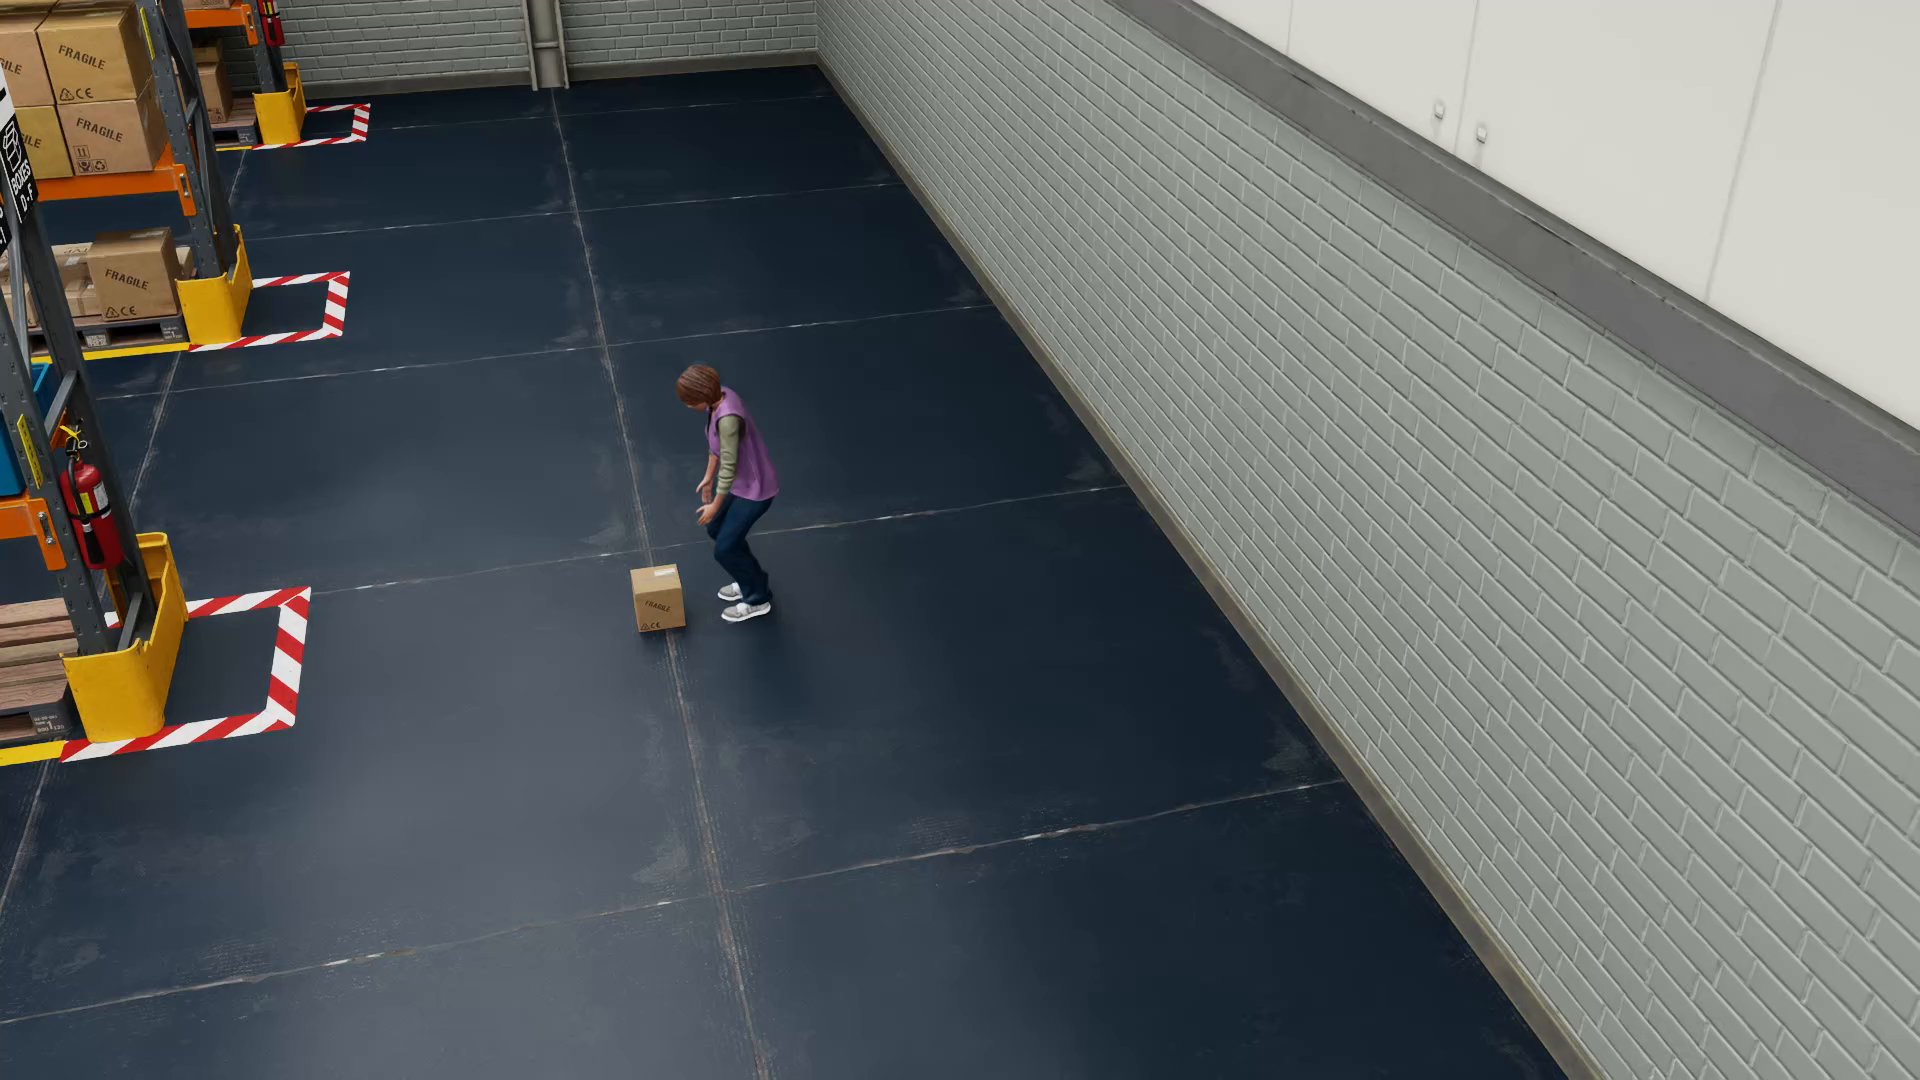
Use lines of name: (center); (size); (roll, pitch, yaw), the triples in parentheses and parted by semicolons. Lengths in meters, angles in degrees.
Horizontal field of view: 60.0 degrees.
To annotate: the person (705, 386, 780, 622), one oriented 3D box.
person: (-3.830, -3.212, 12.089); (3.464, 3.201, 10.164); (-7, 31, -12)
